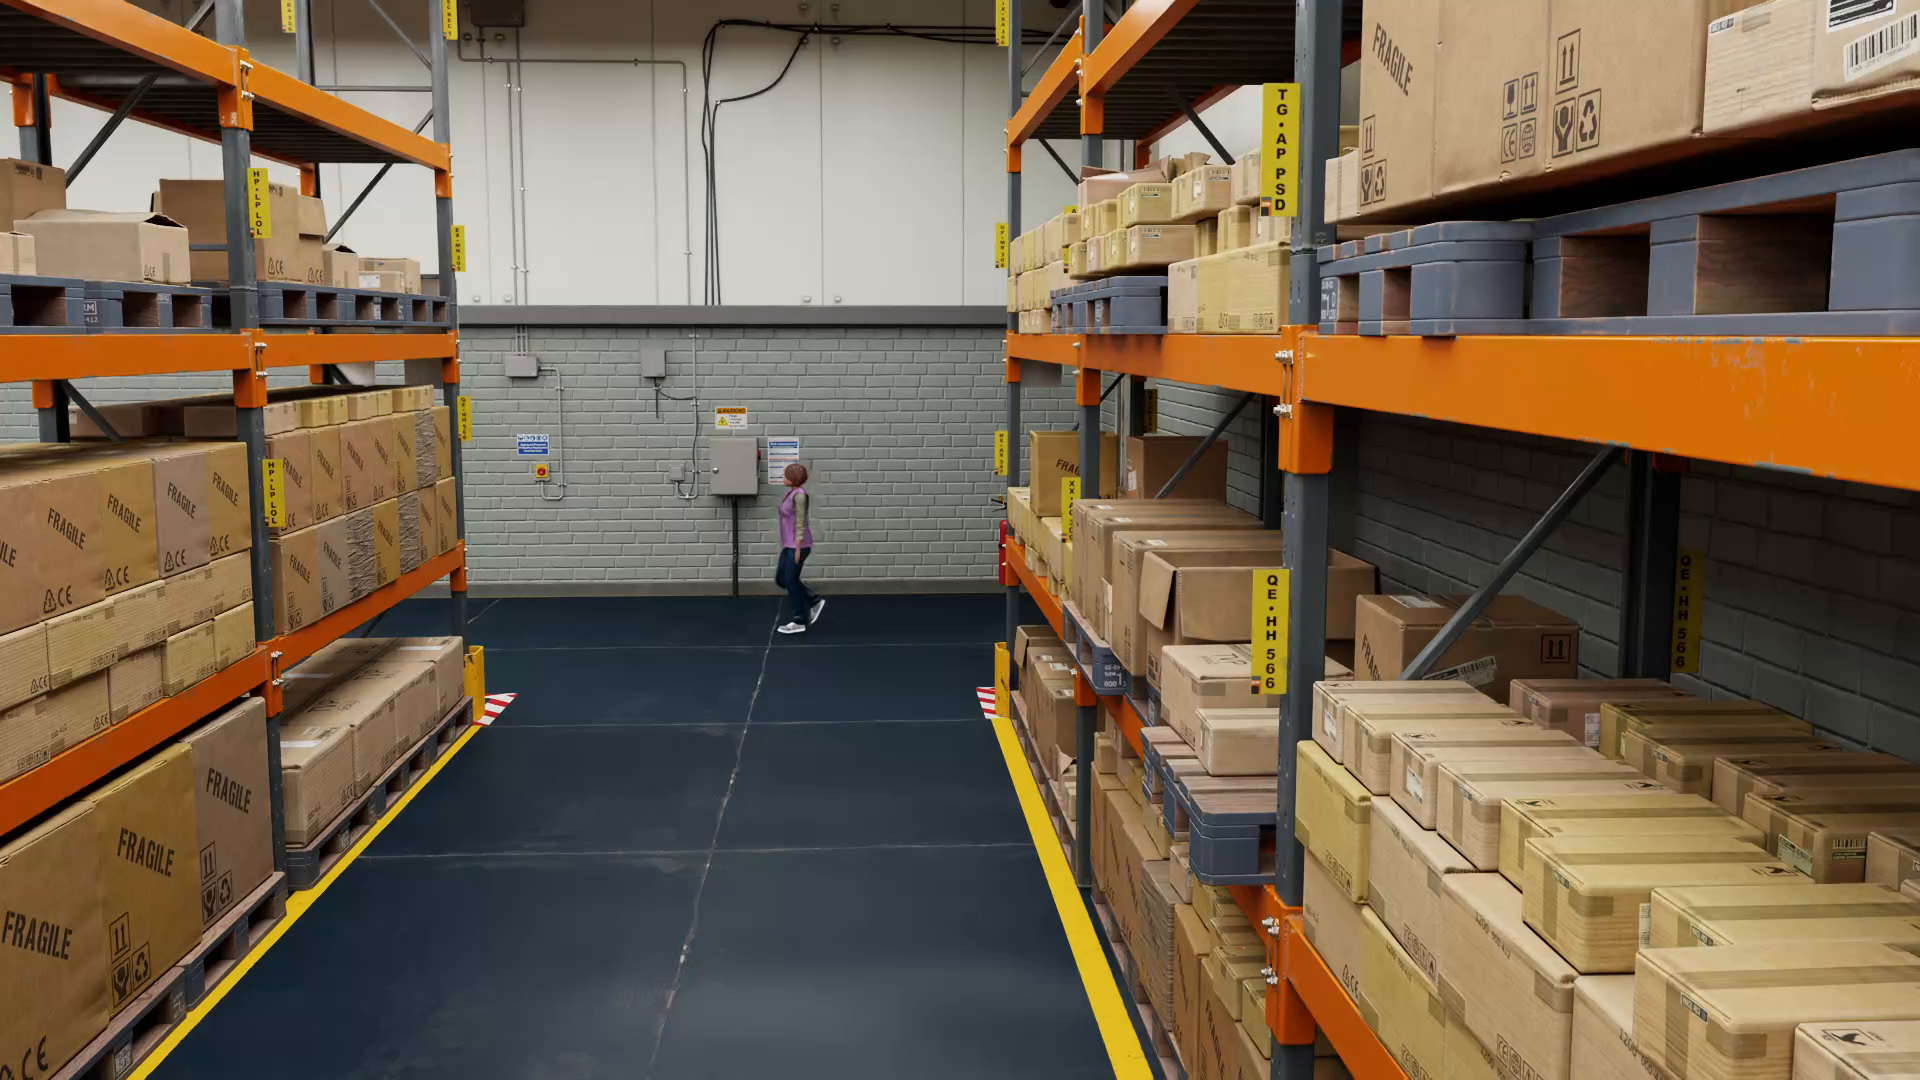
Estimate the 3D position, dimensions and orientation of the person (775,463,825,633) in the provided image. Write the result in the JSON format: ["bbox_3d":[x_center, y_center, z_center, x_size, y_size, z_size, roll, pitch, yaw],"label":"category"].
[{"bbox_3d":[-1.486,0.069,15.554,0.487,1.588,0.418,-2,7,-17],"label":"person"}]
